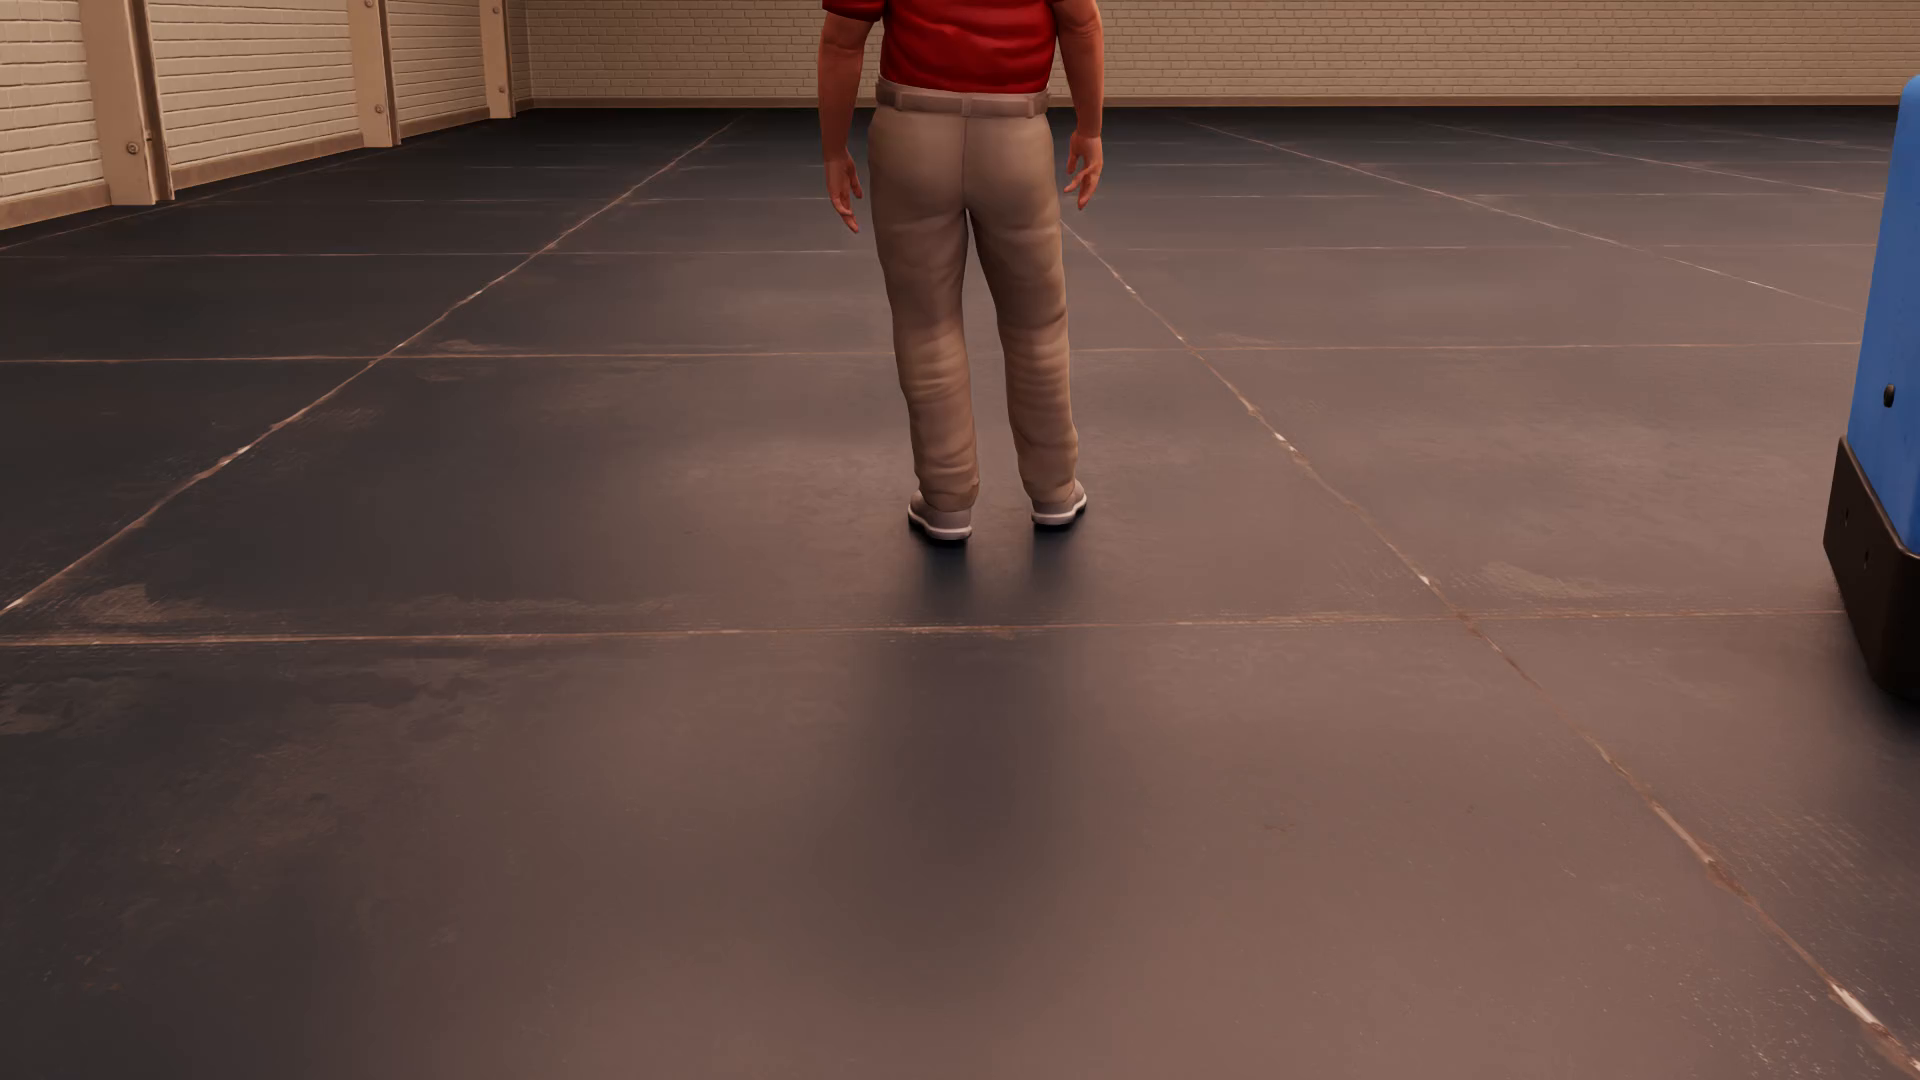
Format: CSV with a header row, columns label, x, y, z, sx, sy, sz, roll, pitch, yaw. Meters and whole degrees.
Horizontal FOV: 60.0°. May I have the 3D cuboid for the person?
label,x,y,z,sx,sy,sz,roll,pitch,yaw
person,0.008,-0.860,3.749,0.640,1.727,0.551,-1,17,-3

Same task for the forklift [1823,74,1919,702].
label,x,y,z,sx,sy,sz,roll,pitch,yaw
forklift,3.151,-1.048,2.334,3.031,2.935,1.130,6,18,20
